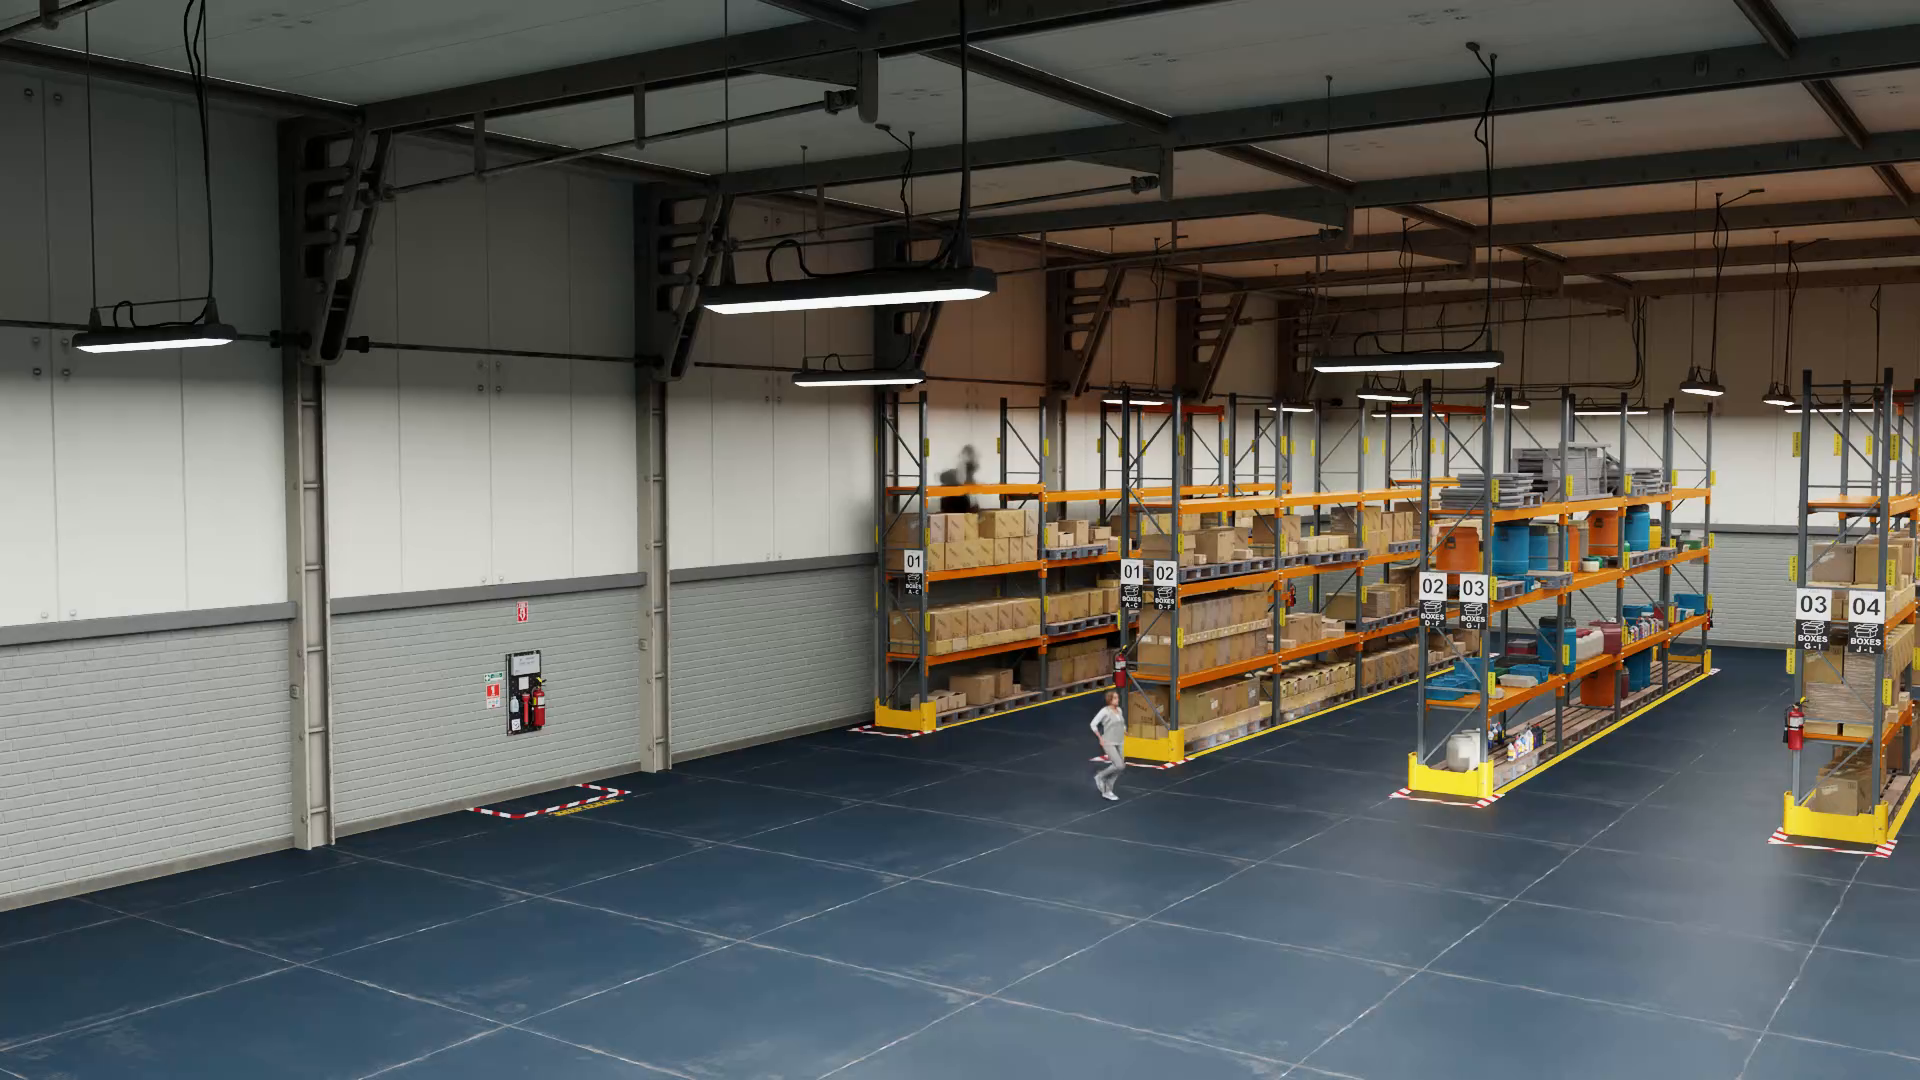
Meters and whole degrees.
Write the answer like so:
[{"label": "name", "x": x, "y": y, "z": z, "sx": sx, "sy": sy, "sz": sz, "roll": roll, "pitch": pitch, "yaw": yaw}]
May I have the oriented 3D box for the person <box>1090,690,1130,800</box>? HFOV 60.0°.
[{"label": "person", "x": 2.194, "y": 2.915, "z": 23.580, "sx": 0.529, "sy": 1.558, "sz": 0.505, "roll": -3, "pitch": 4, "yaw": -41}]
